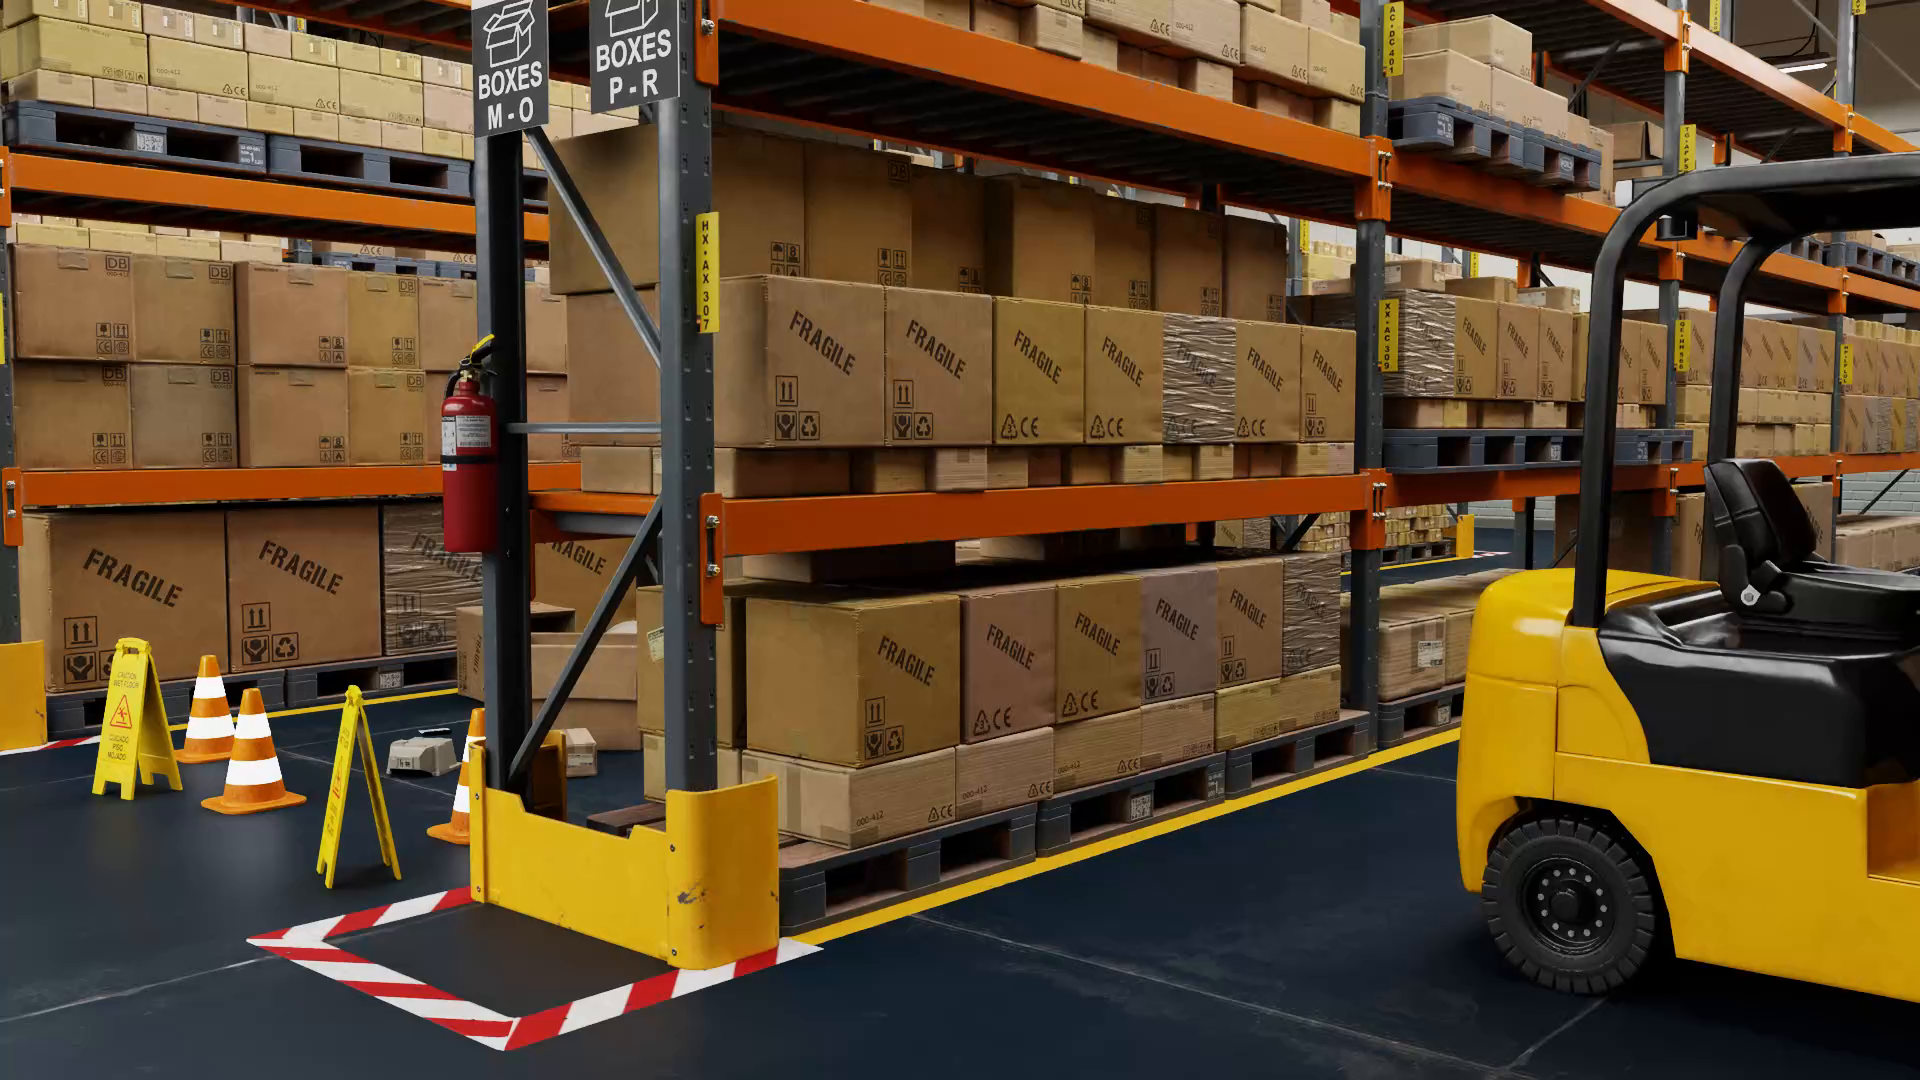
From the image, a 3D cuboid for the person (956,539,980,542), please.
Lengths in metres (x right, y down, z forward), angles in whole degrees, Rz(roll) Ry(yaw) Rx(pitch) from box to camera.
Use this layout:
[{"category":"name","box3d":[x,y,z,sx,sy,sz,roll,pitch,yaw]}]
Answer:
[{"category":"person","box3d":[0.079,-0.069,11.632,0.520,1.597,0.476,3,5,40]}]
